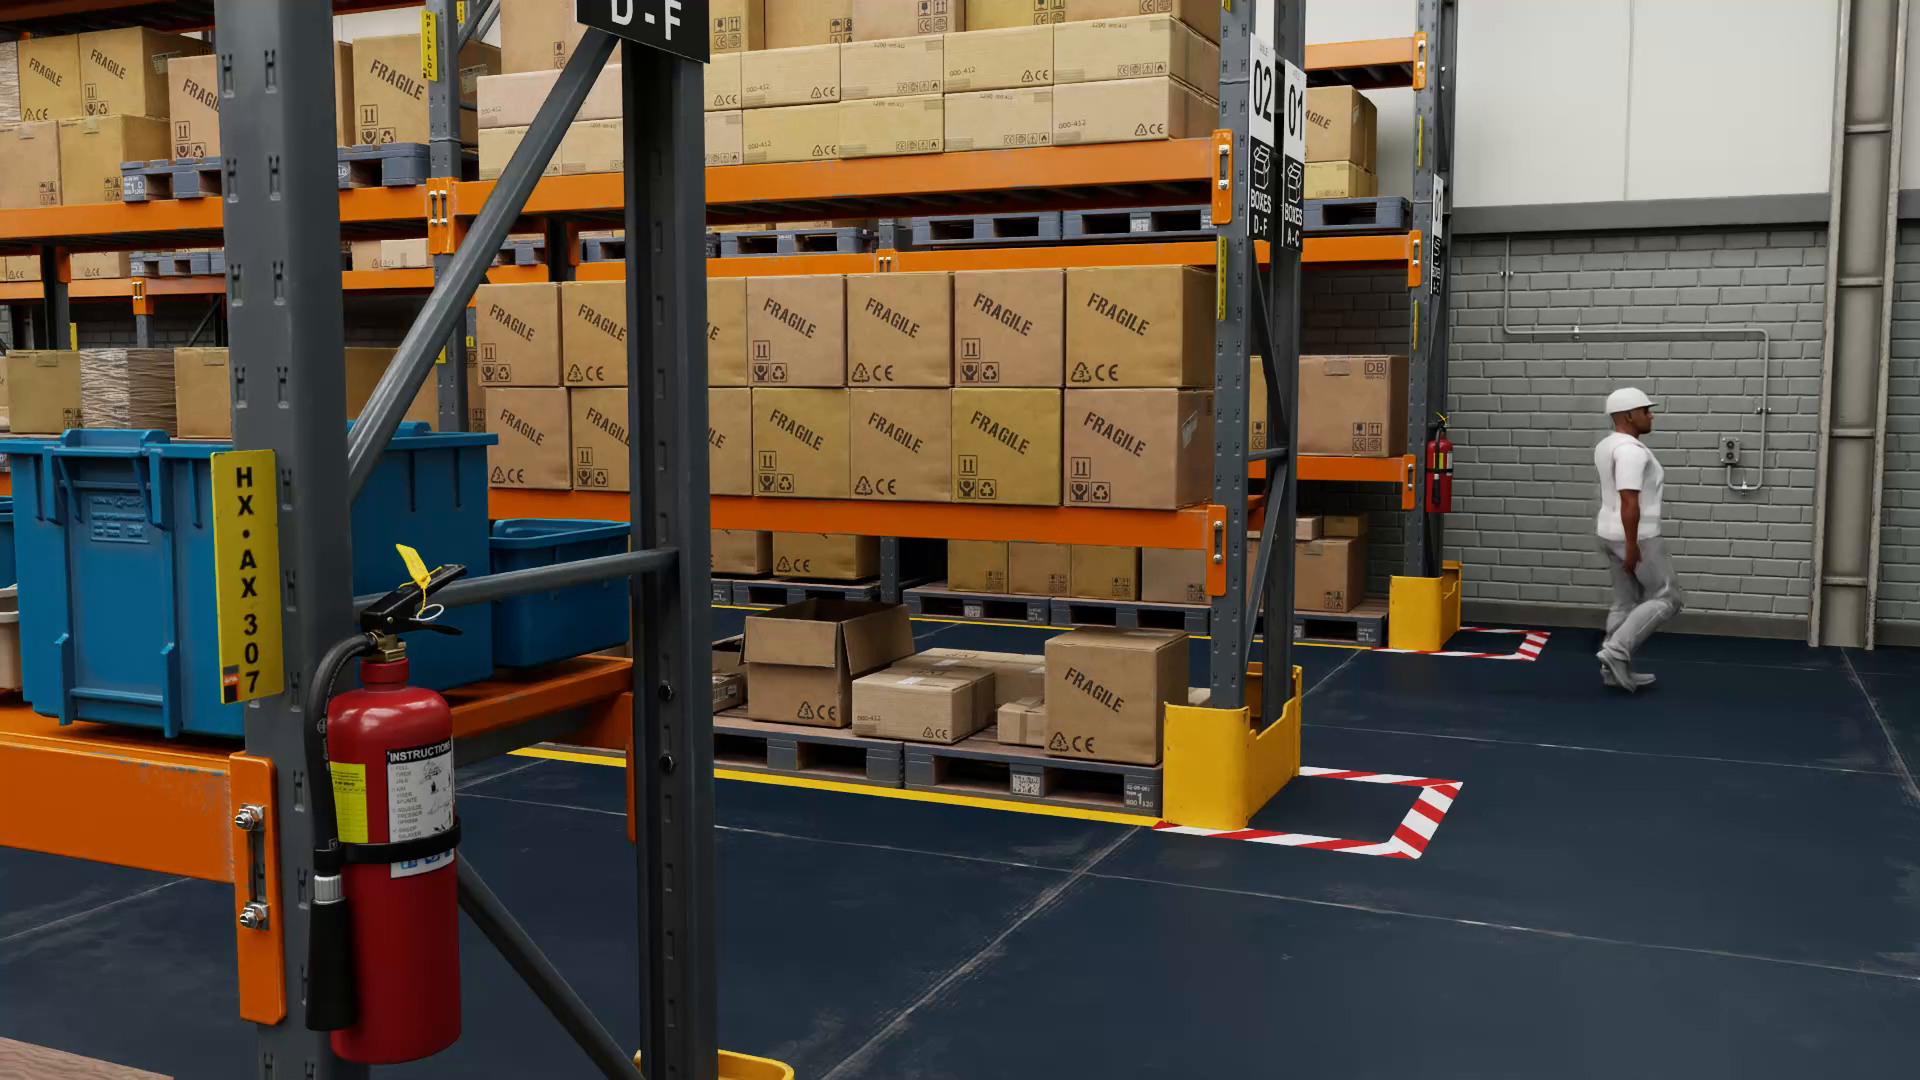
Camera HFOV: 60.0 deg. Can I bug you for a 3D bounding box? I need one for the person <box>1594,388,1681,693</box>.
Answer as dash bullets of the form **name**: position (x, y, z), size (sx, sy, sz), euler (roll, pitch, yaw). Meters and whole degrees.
- **person**: position (3.956, -0.002, 9.754), size (0.462, 1.768, 0.570), euler (0, 6, 4)
